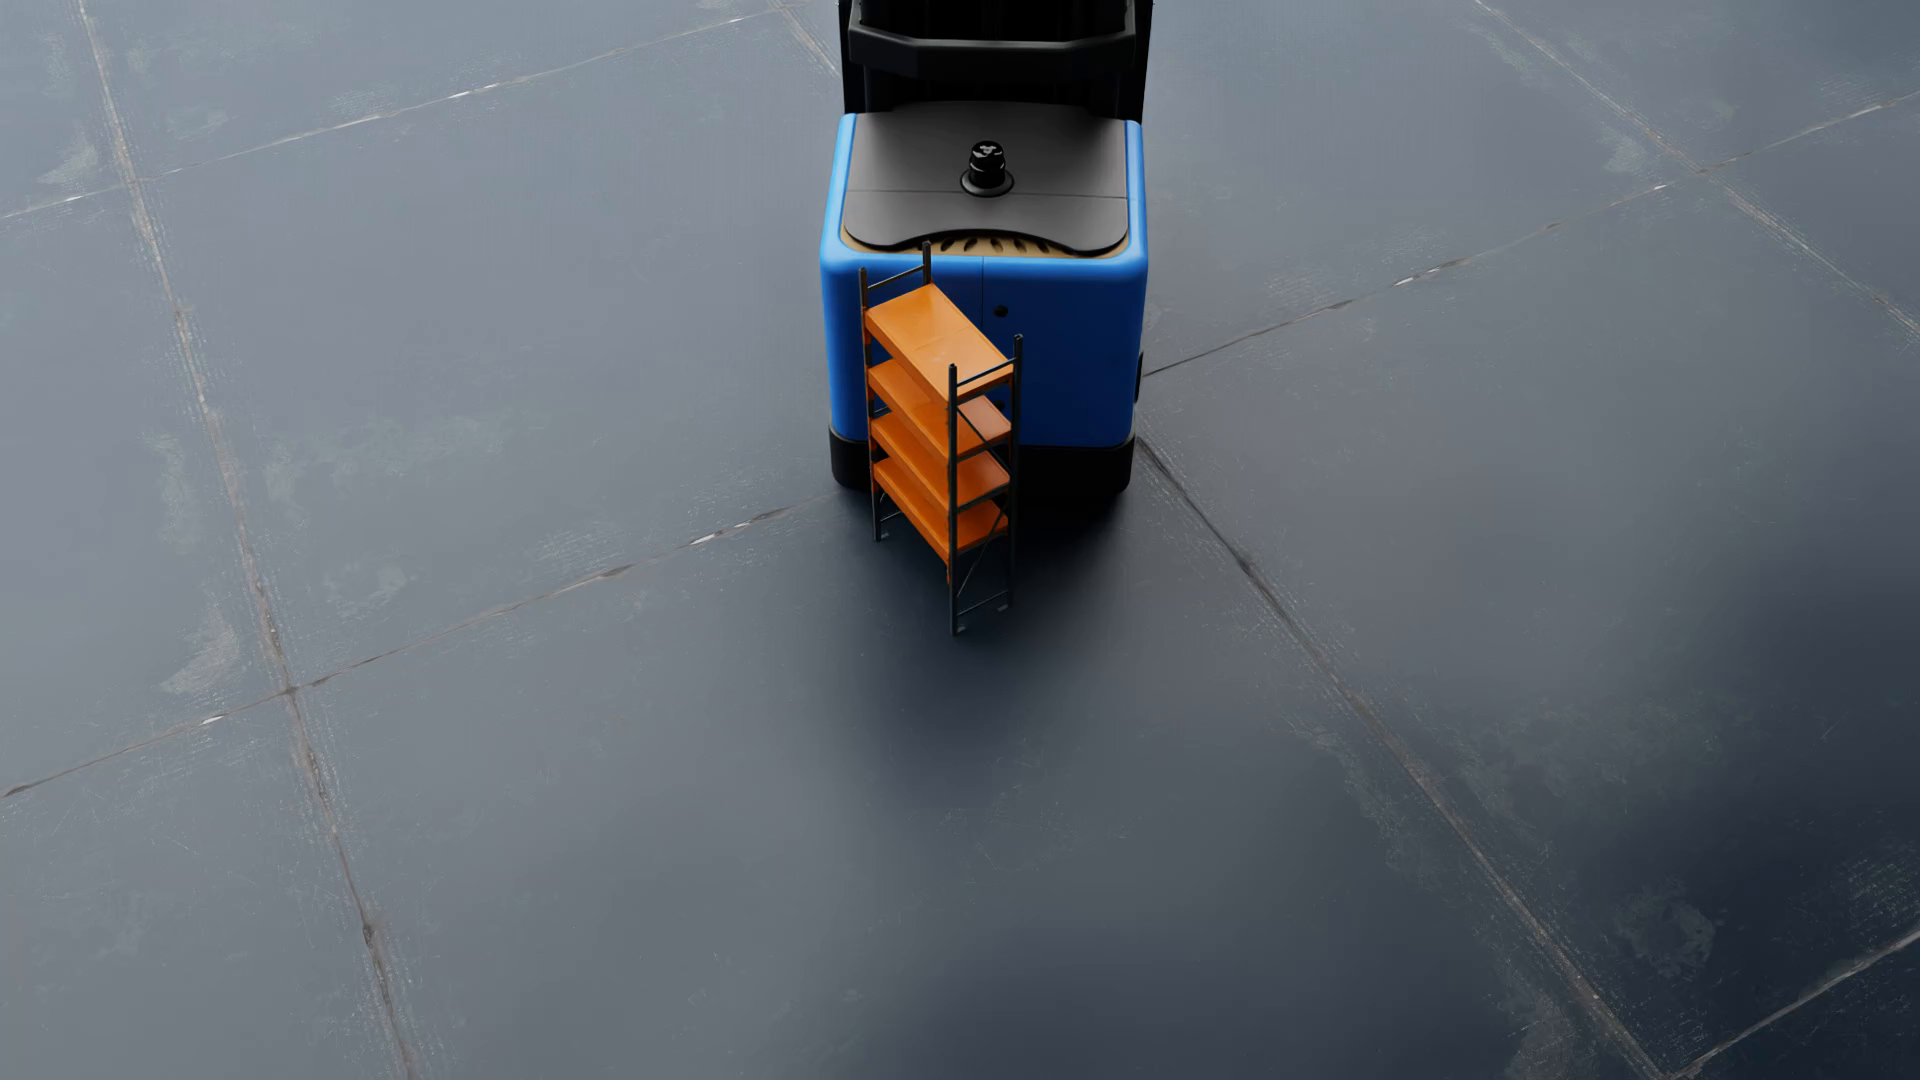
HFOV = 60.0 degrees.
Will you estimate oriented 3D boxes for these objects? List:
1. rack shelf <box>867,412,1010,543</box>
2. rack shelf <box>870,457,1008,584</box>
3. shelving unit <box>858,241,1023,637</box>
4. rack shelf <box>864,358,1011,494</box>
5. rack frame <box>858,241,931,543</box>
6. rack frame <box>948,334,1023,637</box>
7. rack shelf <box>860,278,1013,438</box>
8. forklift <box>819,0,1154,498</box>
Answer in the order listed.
[{"bbox_3d":[-0.060,-0.241,5.253,0.258,0.148,0.480,-26,54,-21],"label":"rack shelf"},{"bbox_3d":[-0.060,-0.110,5.402,0.258,0.148,0.480,-26,54,-21],"label":"rack shelf"},{"bbox_3d":[-0.060,-0.285,5.202,0.258,1.200,0.503,-26,54,-21],"label":"shelving unit"},{"bbox_3d":[-0.060,-0.388,5.084,0.258,0.148,0.480,-26,54,-21],"label":"rack shelf"},{"bbox_3d":[-0.192,-0.439,5.337,0.240,1.200,0.015,-26,54,-21],"label":"rack frame"},{"bbox_3d":[0.072,-0.130,5.067,0.240,1.200,0.015,-26,54,-21],"label":"rack frame"},{"bbox_3d":[-0.060,-0.544,4.906,0.258,0.148,0.480,-26,54,-21],"label":"rack shelf"},{"bbox_3d":[0.132,-2.214,5.739,1.130,2.935,3.031,2,49,2],"label":"forklift"}]
